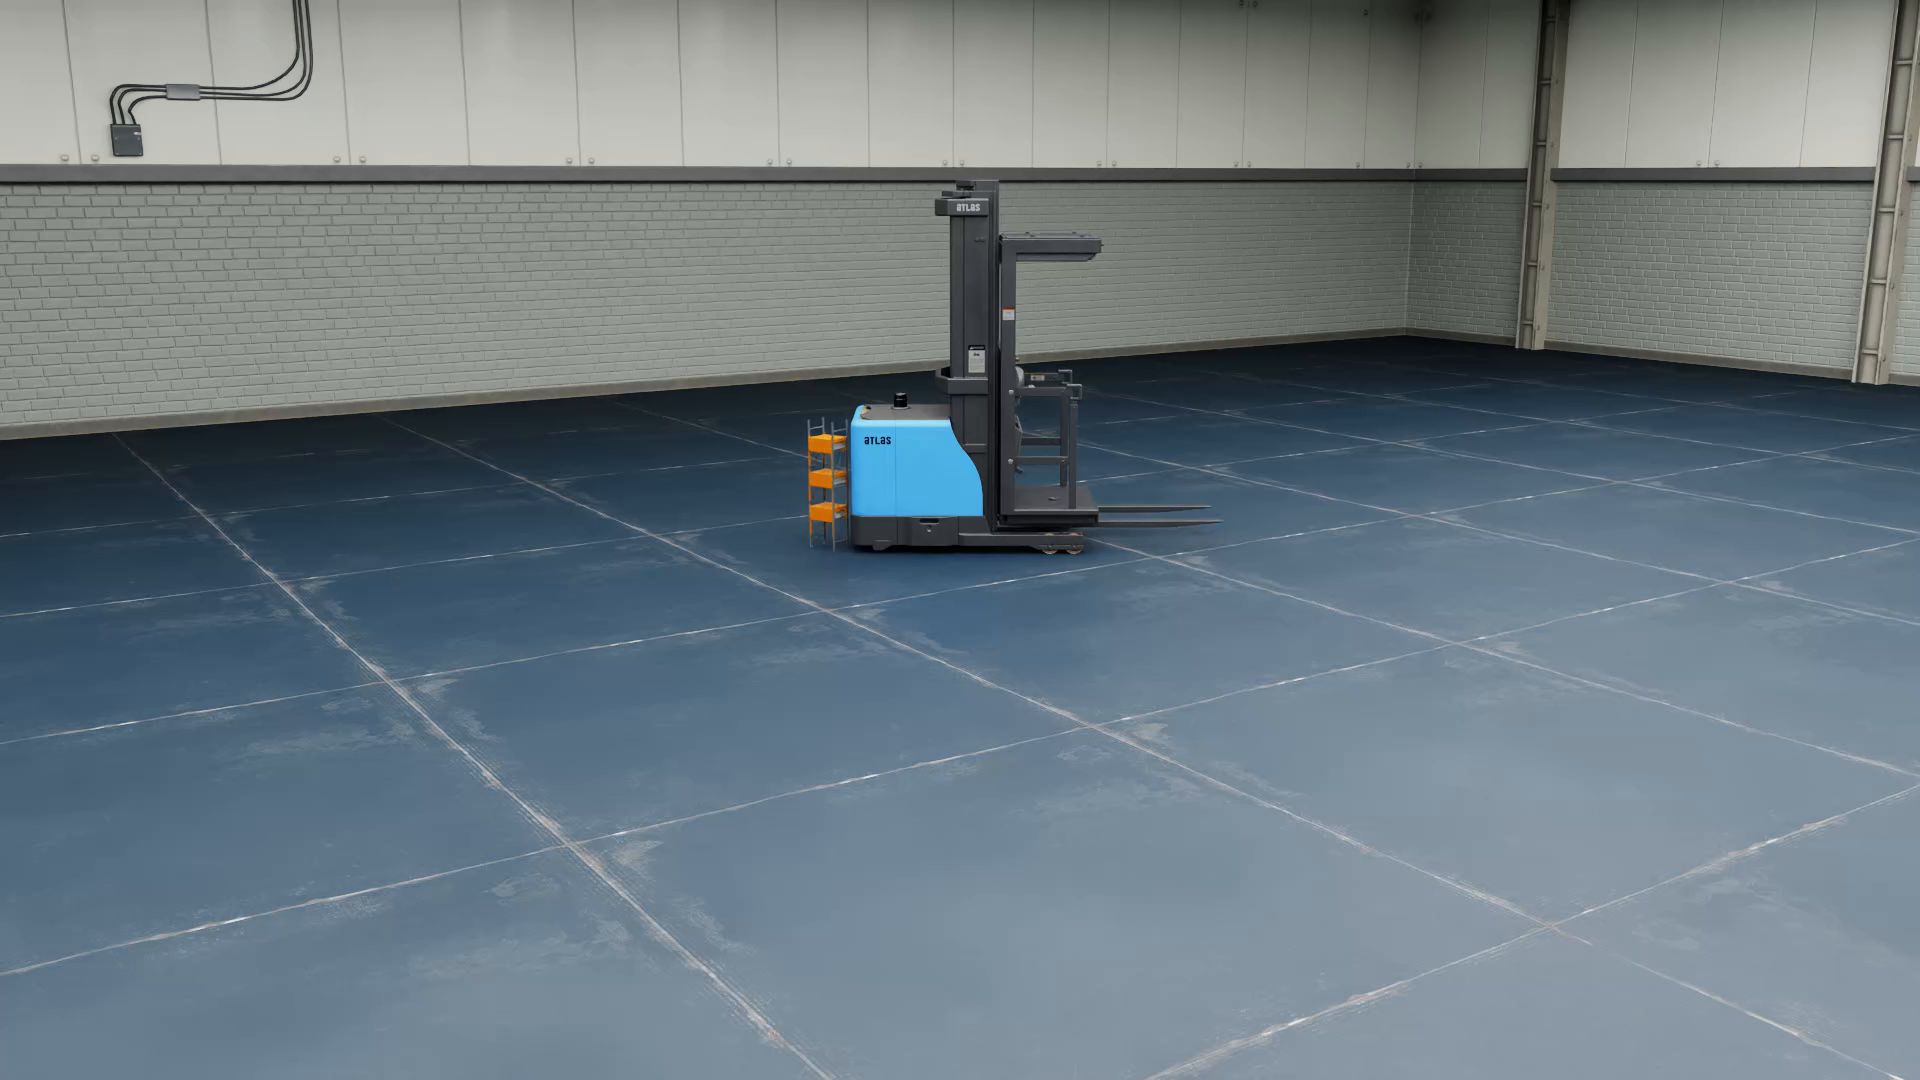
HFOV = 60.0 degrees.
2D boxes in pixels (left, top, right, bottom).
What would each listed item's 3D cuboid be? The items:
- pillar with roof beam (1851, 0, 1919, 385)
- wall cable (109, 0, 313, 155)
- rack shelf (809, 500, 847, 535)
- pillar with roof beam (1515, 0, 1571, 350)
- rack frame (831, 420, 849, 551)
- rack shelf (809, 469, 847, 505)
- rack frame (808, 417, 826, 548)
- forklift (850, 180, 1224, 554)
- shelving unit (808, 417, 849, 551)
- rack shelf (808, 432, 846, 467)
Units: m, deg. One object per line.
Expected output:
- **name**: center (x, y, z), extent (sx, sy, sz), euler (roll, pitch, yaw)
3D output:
- **pillar with roof beam**: center (9.784, -6.197, 21.133), extent (9.100, 9.000, 0.400), euler (-8, 15, -33)
- **wall cable**: center (-8.800, -7.507, 19.167), extent (2.305, 6.003, 0.169), euler (-8, 15, -33)
- **rack shelf**: center (-1.065, -0.171, 13.537), extent (0.240, 0.259, 0.215), euler (9, 15, 34)
- **pillar with roof beam**: center (6.459, -7.264, 26.013), extent (9.100, 9.000, 0.400), euler (-8, 15, -33)
- **rack frame**: center (-0.964, -0.438, 13.407), extent (0.008, 1.050, 0.200), euler (9, 15, 34)
- **rack shelf**: center (-1.064, -0.443, 13.477), extent (0.240, 0.259, 0.215), euler (9, 15, 34)
- **rack frame**: center (-1.165, -0.468, 13.542), extent (0.008, 1.050, 0.200), euler (9, 15, 34)
- **forklift**: center (0.628, -1.433, 13.555), extent (3.031, 2.935, 1.130), euler (0, 12, -1)
- **shelving unit**: center (-1.064, -0.453, 13.475), extent (0.252, 1.050, 0.215), euler (9, 15, 34)
- **rack shelf**: center (-1.064, -0.720, 13.416), extent (0.240, 0.259, 0.215), euler (9, 15, 34)
